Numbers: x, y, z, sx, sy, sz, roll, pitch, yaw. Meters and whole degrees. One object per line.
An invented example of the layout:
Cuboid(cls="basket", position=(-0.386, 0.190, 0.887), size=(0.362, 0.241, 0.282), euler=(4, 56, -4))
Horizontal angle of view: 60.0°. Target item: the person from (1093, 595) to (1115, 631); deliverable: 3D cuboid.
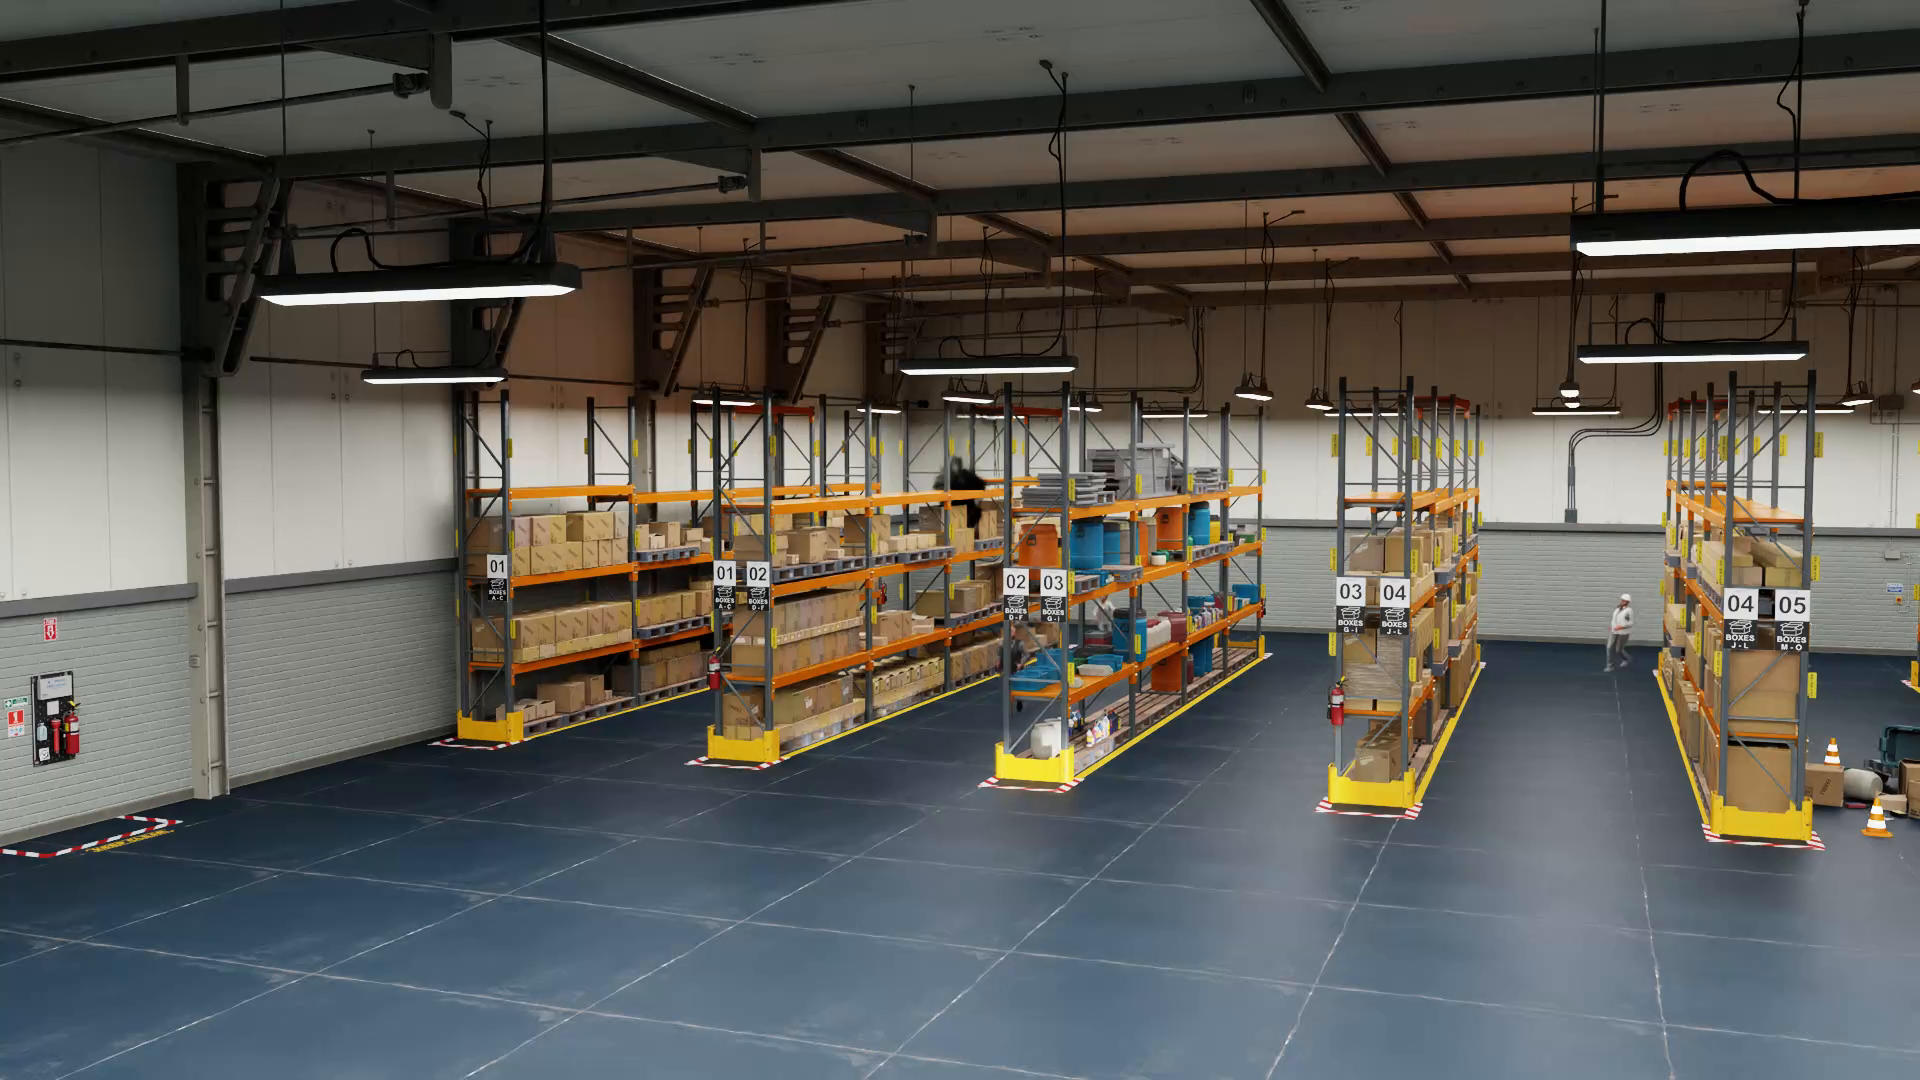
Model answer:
Cuboid(cls="person", position=(3.482, 2.027, 40.143), size=(0.564, 1.556, 0.523), euler=(1, 3, 12))

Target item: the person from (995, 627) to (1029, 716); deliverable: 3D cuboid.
Cuboid(cls="person", position=(0.949, 2.456, 31.043), size=(0.656, 1.671, 0.595), euler=(1, 3, 16))

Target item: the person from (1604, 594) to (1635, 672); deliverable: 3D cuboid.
Cuboid(cls="person", position=(14.854, 2.087, 37.274), size=(0.784, 1.764, 0.683), euler=(-2, 4, -28))
